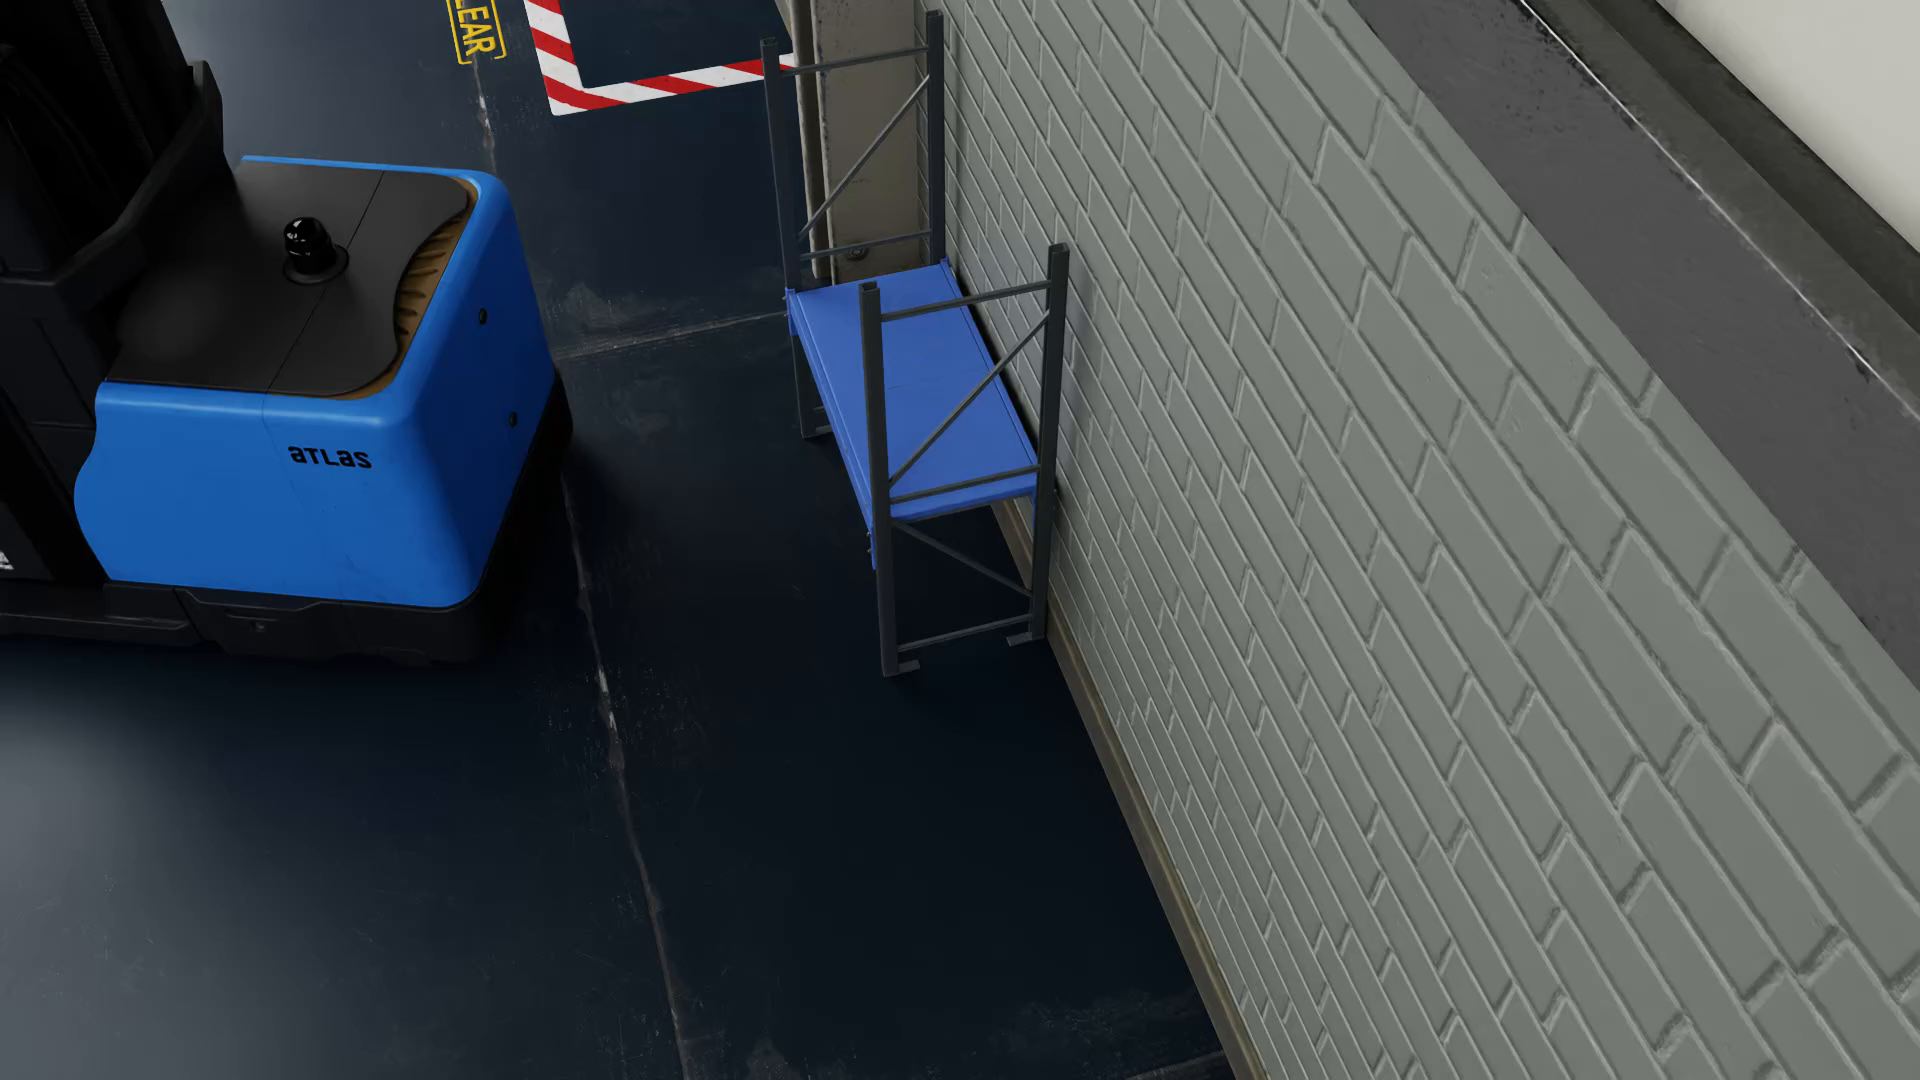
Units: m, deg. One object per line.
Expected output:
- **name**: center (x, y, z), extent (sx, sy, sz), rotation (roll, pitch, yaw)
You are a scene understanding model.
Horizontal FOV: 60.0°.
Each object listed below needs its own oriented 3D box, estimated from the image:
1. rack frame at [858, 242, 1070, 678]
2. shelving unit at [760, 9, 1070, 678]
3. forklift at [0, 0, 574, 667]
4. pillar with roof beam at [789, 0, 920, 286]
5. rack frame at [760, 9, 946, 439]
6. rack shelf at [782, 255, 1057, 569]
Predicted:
- **rack frame**: center (0.012, -0.144, 4.390), extent (0.500, 1.500, 0.032), rotation (-13, 51, -11)
- **shelving unit**: center (-0.138, -0.515, 4.703), extent (0.538, 1.500, 1.048), rotation (-13, 51, -11)
- **forklift**: center (-2.821, -1.056, 4.223), extent (3.031, 2.935, 1.130), rotation (5, 50, 4)
- **pillar with roof beam**: center (-4.448, -2.809, 1.733), extent (9.100, 9.000, 0.400), rotation (-13, 51, -11)
- **rack frame**: center (-0.287, -0.886, 5.016), extent (0.500, 1.500, 0.032), rotation (-13, 51, -11)
- **rack shelf**: center (-0.138, -0.399, 4.841), extent (0.538, 0.185, 1.000), rotation (-13, 51, -11)
